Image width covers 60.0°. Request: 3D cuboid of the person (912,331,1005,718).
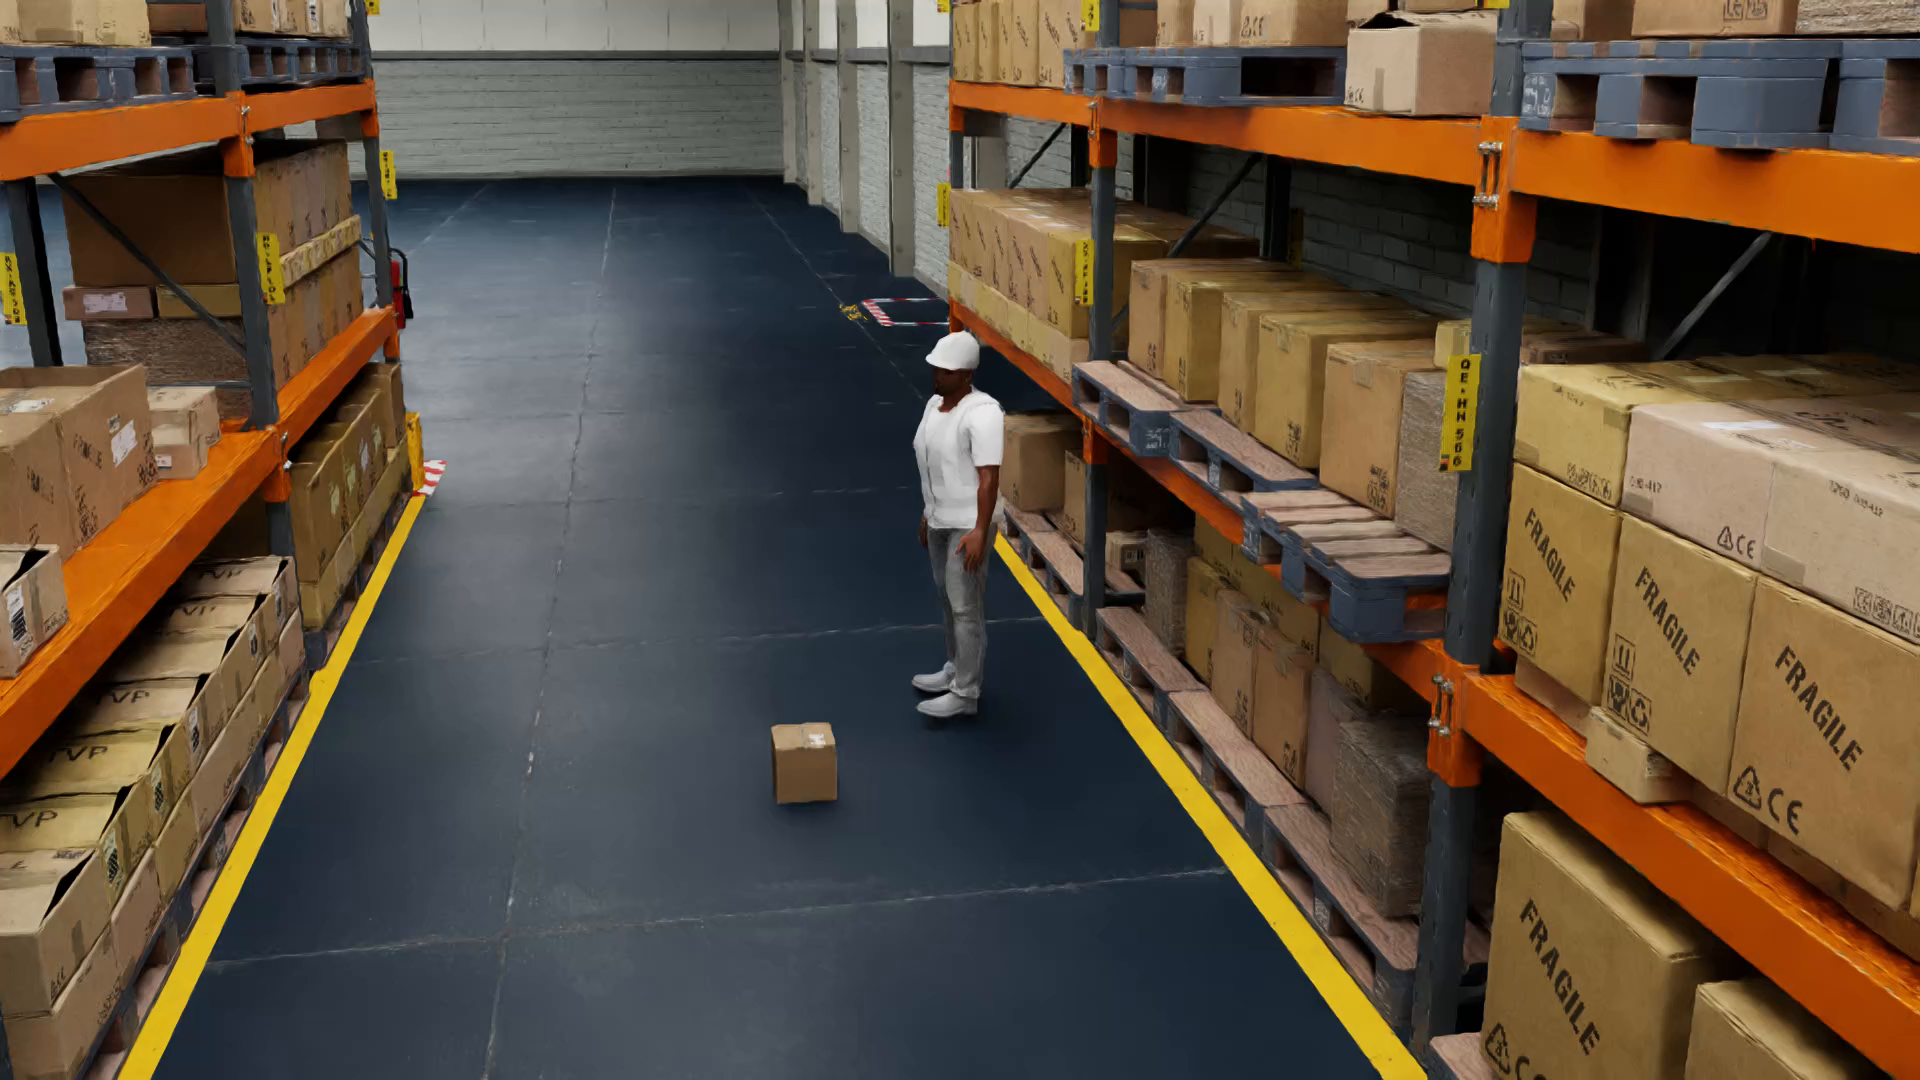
[{"bbox_3d":[-0.058,-0.070,7.639,0.470,1.762,0.636,-9,18,-28],"label":"person"}]
